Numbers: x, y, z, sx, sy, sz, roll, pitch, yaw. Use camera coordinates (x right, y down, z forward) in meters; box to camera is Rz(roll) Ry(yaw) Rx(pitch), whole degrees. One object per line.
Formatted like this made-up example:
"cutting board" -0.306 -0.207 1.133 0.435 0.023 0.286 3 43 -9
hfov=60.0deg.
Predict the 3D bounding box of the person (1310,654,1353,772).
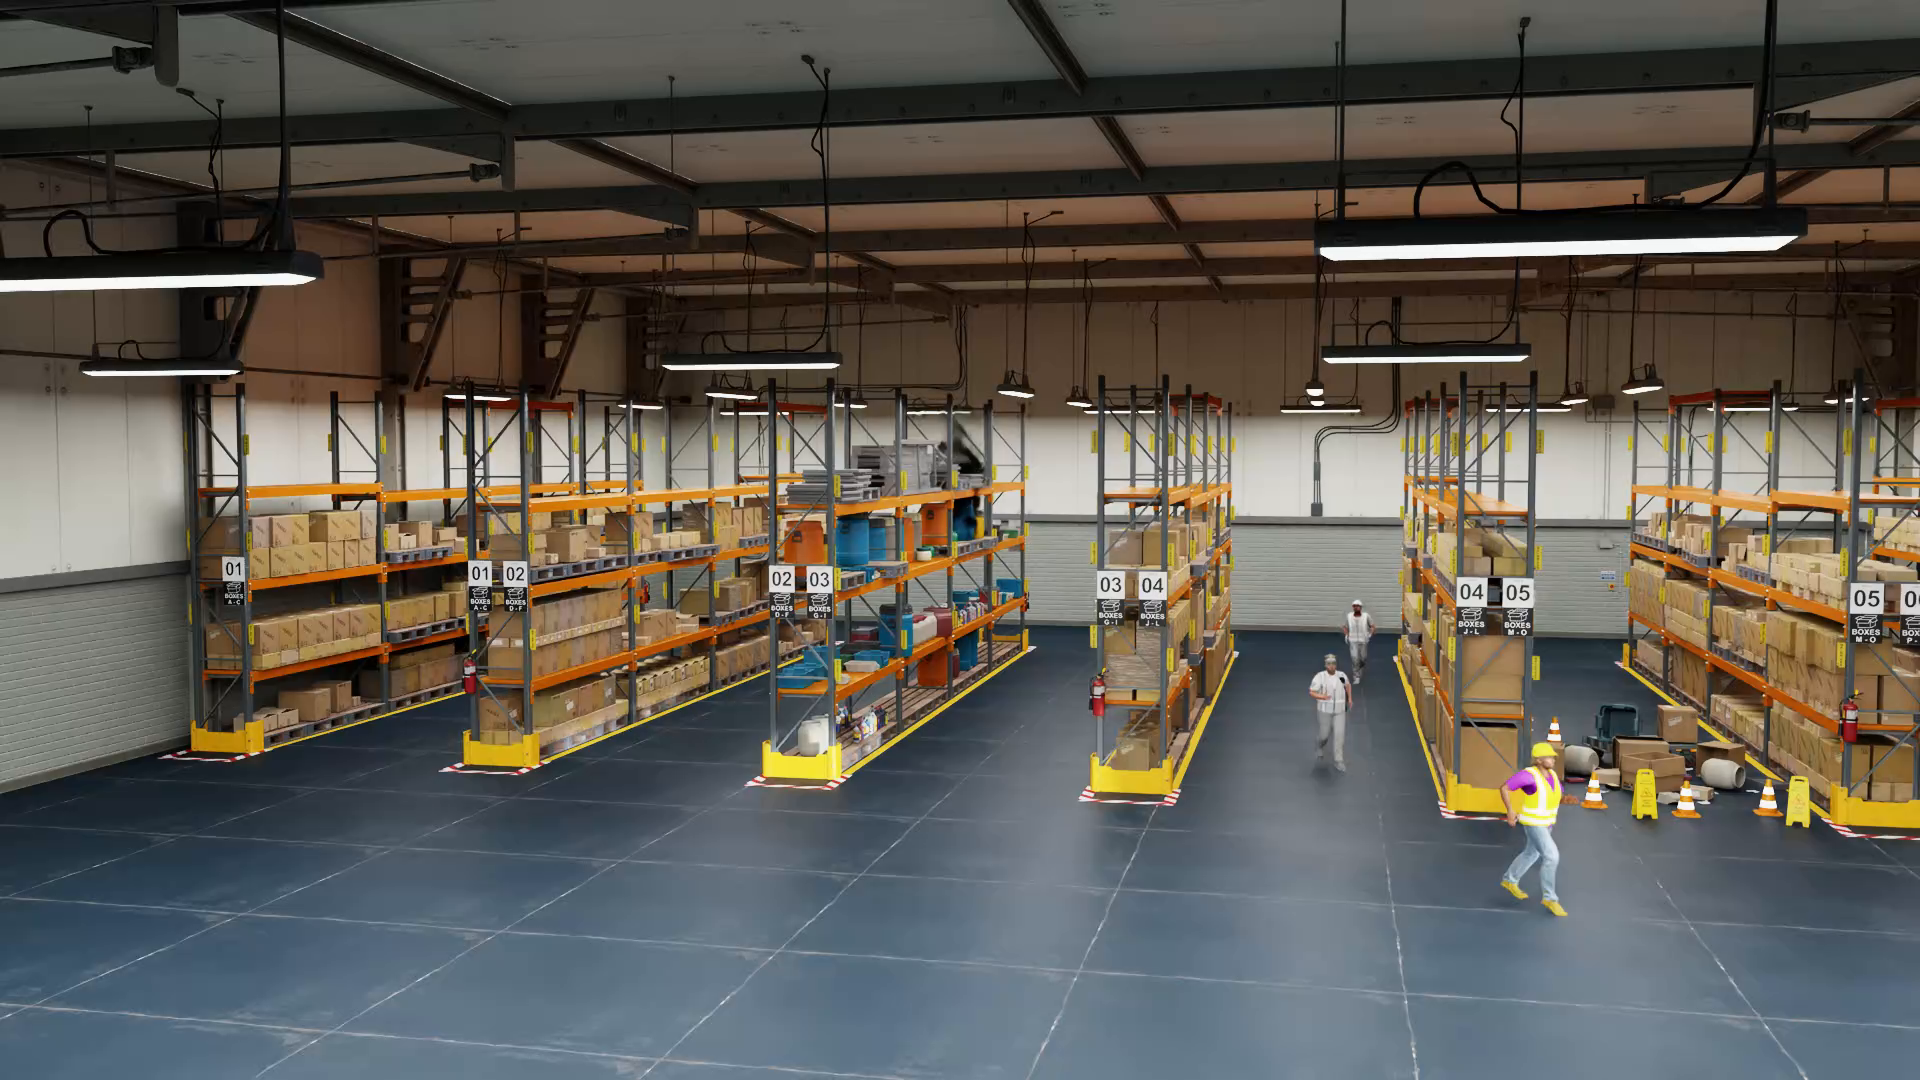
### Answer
"person" 5.755 2.626 25.711 0.676 1.743 1.074 0 3 1

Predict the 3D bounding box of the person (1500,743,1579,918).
"person" 6.224 3.085 17.911 0.677 1.821 0.864 -3 4 -43

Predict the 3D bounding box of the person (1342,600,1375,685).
"person" 8.373 2.138 34.950 0.675 1.758 0.664 1 3 16
